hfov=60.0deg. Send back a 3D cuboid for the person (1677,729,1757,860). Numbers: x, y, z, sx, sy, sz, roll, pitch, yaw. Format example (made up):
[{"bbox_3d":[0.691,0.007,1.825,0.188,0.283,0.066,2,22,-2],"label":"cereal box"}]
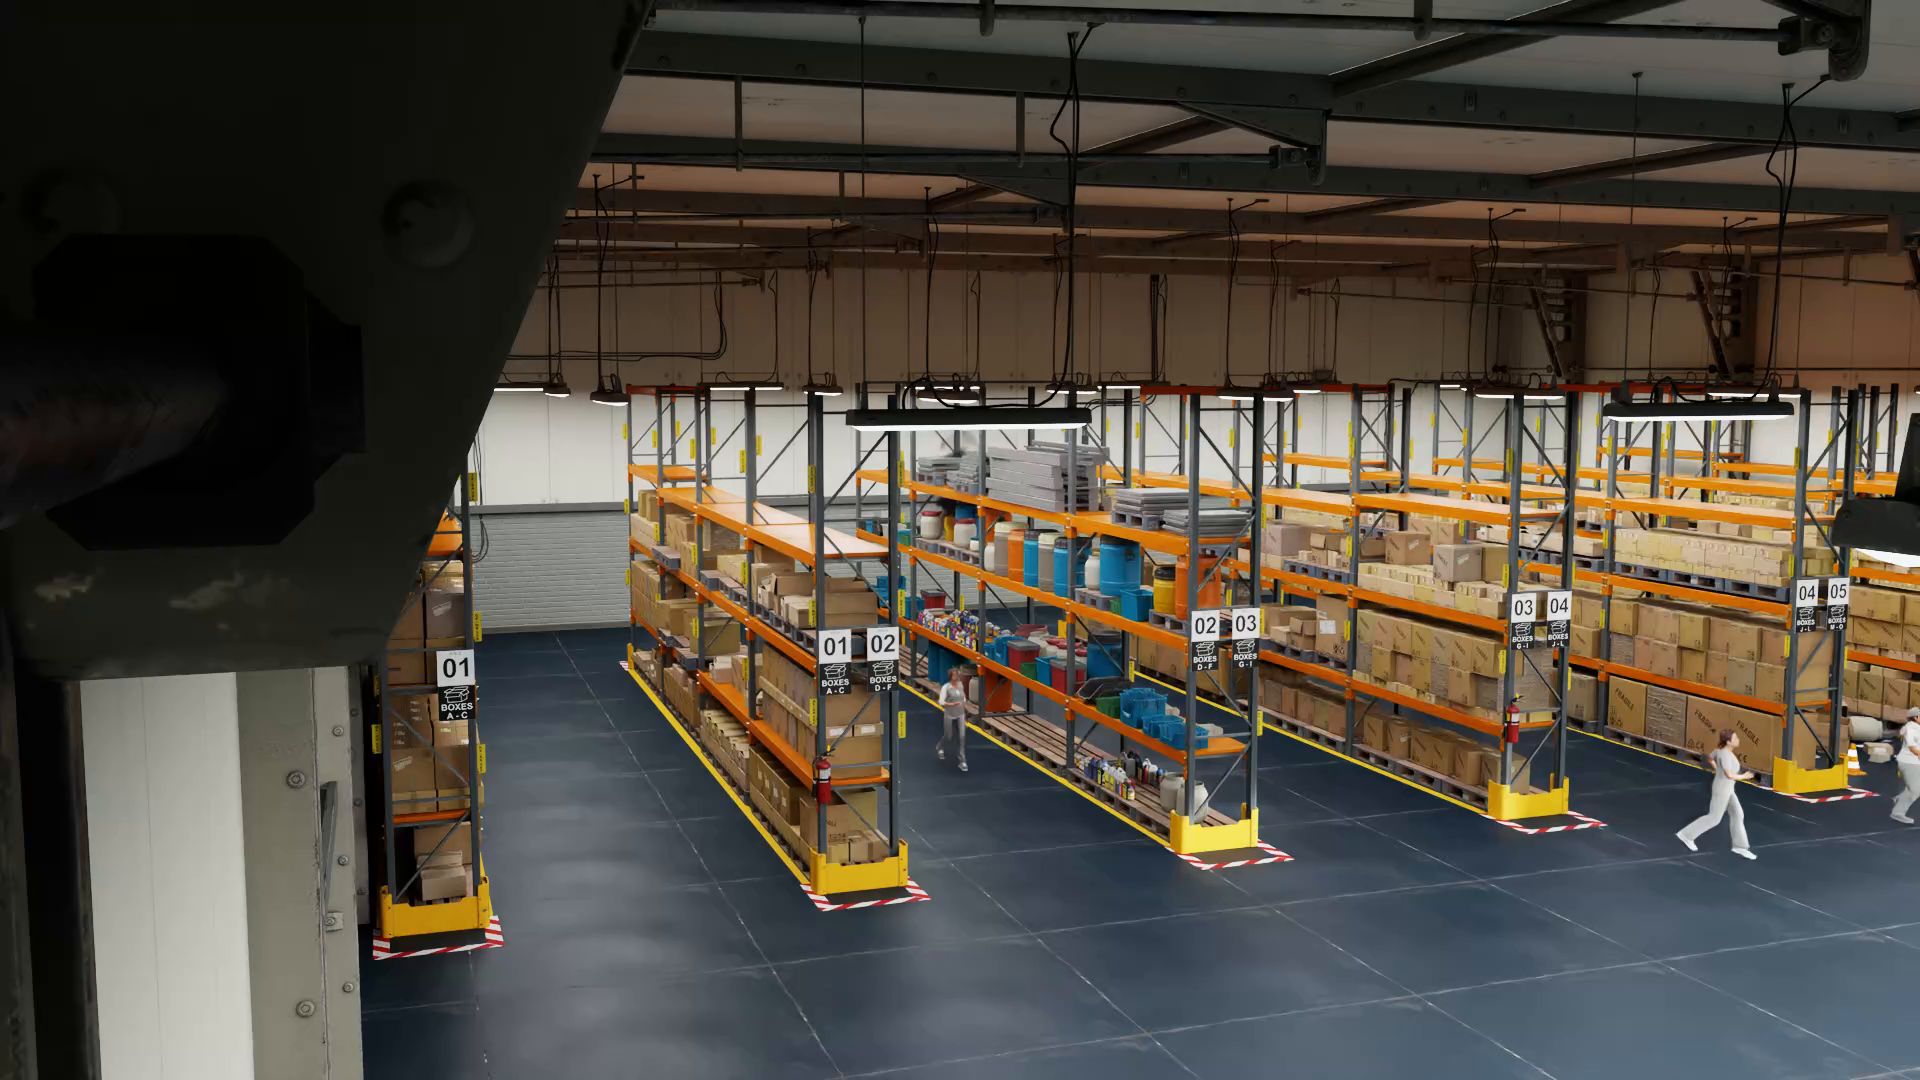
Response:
[{"bbox_3d":[9.838,3.276,21.557,0.968,1.689,0.577,2,6,21],"label":"person"}]

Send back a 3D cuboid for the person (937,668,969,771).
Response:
[{"bbox_3d":[-0.101,2.809,26.343,0.543,1.578,0.882,-3,7,-25],"label":"person"}]

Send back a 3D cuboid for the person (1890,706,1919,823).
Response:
[{"bbox_3d":[13.358,3.128,23.218,0.564,1.635,0.638,4,7,32],"label":"person"}]
